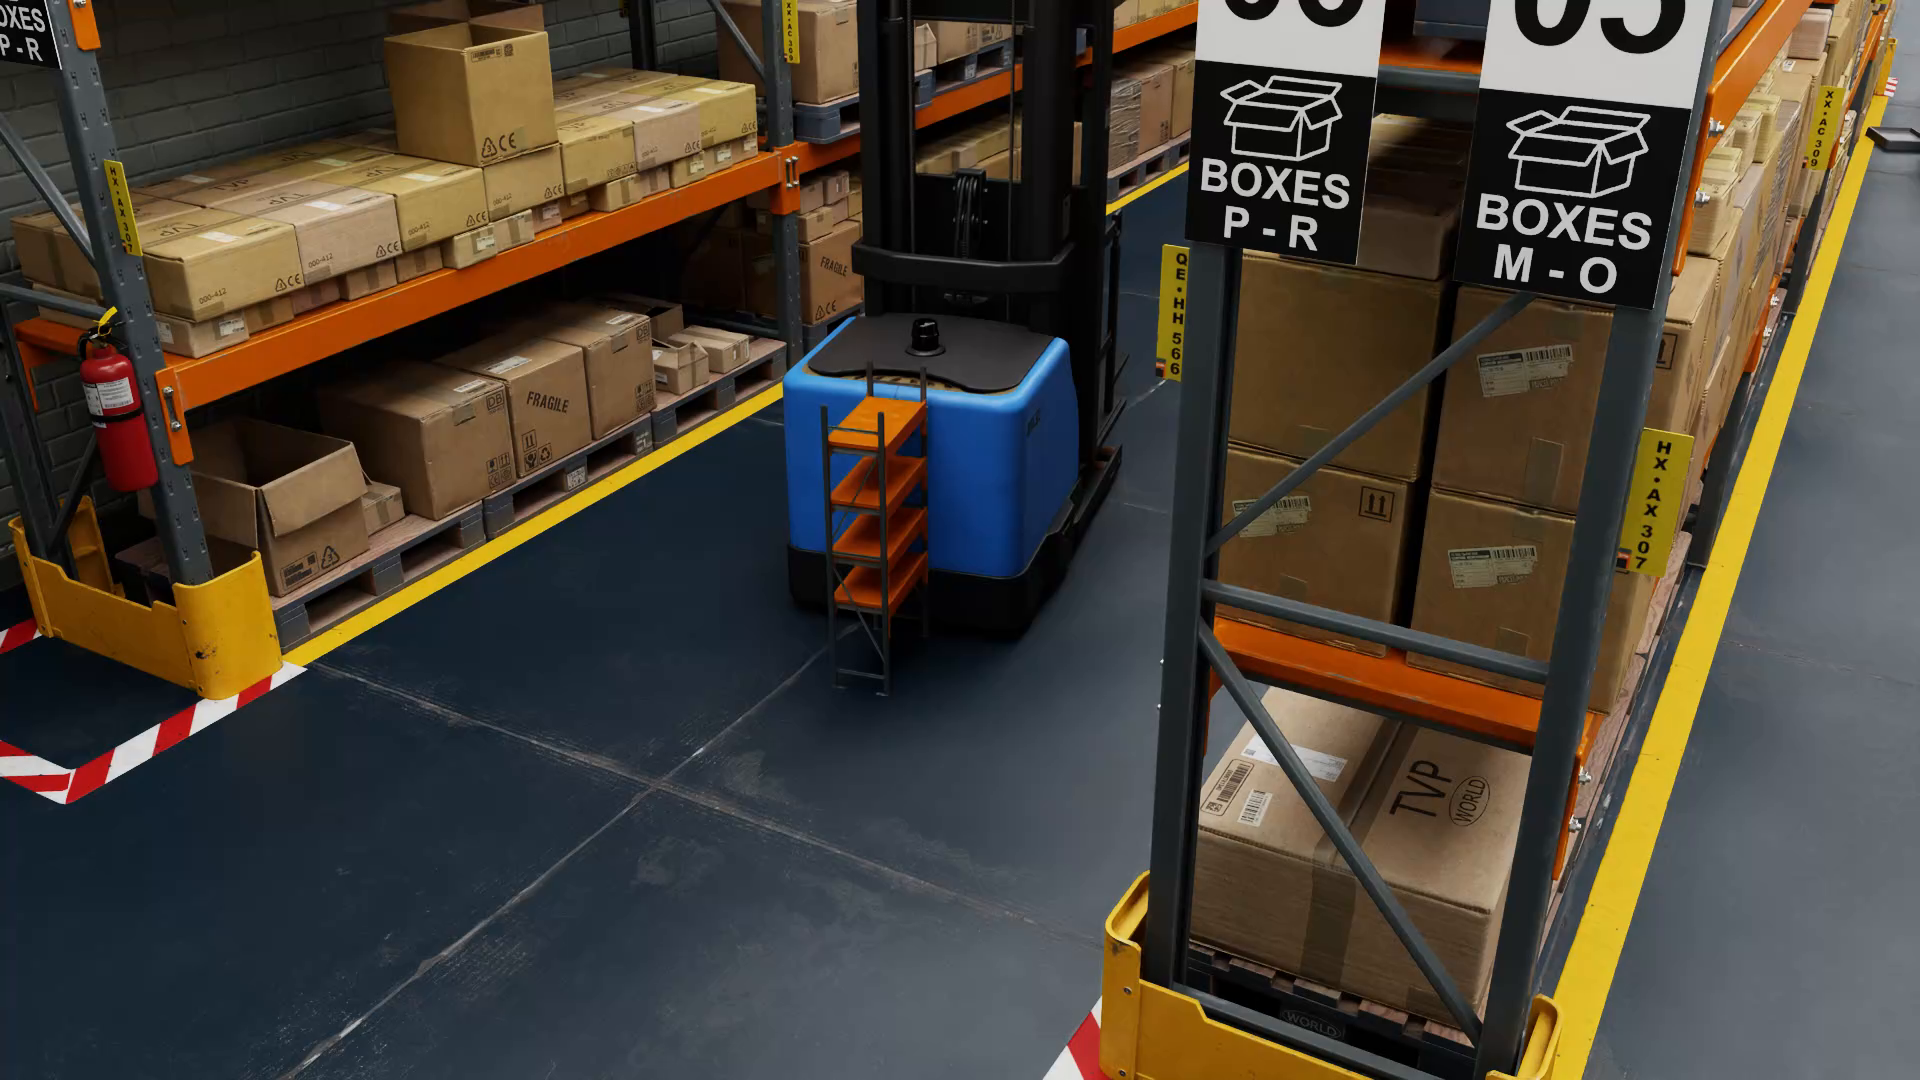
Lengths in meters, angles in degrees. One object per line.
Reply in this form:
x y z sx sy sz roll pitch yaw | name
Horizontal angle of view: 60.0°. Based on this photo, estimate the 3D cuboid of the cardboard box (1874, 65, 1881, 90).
8.424 -4.397 15.786 0.500 0.250 0.500 14 30 26 | cardboard box

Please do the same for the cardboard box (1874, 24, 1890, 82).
7.916 -4.332 14.817 0.500 0.500 0.500 16 31 29 | cardboard box

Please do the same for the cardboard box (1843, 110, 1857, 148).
6.626 -3.262 13.383 0.950 0.372 0.625 15 30 27 | cardboard box

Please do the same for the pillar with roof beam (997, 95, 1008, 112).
4.195 -6.429 10.539 9.100 9.000 0.400 14 30 26 | pillar with roof beam

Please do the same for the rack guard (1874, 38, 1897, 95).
8.812 -4.866 16.913 1.175 0.500 0.348 14 30 26 | rack guard

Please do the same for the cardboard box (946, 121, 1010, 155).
0.123 -2.800 11.592 0.380 0.149 0.250 15 30 28 | cardboard box

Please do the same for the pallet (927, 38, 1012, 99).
-0.362 -3.143 10.891 1.003 0.211 1.213 14 30 26 | pallet

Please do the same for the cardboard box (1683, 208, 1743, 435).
1.710 -0.597 4.363 0.500 0.500 0.500 13 30 25 | cardboard box

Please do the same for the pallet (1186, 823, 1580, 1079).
1.303 1.140 5.237 1.003 0.211 1.213 14 30 26 | pallet

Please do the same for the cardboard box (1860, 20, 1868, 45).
5.732 -3.359 10.920 0.380 0.149 0.250 14 30 26 | cardboard box

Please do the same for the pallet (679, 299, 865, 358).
-1.010 -1.507 10.524 1.003 0.211 1.213 14 30 26 | pallet

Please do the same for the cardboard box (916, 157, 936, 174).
-0.382 -2.392 10.777 0.380 0.149 0.250 15 30 28 | cardboard box

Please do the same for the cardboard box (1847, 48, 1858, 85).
4.897 -2.808 9.617 0.500 0.250 0.500 14 30 26 | cardboard box

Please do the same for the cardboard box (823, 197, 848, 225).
-0.900 -1.995 9.983 0.380 0.149 0.250 13 30 25 | cardboard box

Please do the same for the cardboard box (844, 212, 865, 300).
-0.690 -1.847 10.412 0.500 0.500 0.500 14 30 25 | cardboard box

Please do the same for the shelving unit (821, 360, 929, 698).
-0.318 -0.042 6.493 0.258 1.200 0.503 8 28 15 | shelving unit

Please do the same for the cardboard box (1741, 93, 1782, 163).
2.193 -1.232 4.908 0.380 0.149 0.250 13 30 25 | cardboard box

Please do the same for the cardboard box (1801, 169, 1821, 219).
3.911 -1.781 8.125 0.500 0.250 0.500 14 30 26 | cardboard box

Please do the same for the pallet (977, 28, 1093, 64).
0.318 -3.622 11.849 1.213 0.211 1.003 14 30 26 | pallet

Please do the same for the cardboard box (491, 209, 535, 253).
-2.156 -1.423 7.523 0.380 0.149 0.250 15 30 27 | cardboard box

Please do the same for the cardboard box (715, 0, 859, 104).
-0.945 -2.800 9.412 0.700 0.500 0.500 15 30 27 | cardboard box

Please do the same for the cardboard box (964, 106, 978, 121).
-0.092 -3.115 12.221 0.380 0.149 0.250 15 30 28 | cardboard box

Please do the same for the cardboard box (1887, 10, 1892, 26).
7.902 -4.551 14.530 0.380 0.149 0.250 16 31 29 | cardboard box

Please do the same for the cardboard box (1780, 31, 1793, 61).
2.847 -1.850 6.141 0.380 0.149 0.250 15 30 27 | cardboard box

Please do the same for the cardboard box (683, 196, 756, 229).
-1.448 -1.995 9.984 0.380 0.149 0.250 13 29 24 | cardboard box

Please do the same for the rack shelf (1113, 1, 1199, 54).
1.574 -4.445 14.083 1.077 0.370 4.000 14 30 26 | rack shelf

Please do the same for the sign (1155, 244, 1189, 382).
0.513 -0.527 3.893 0.100 0.325 0.005 14 30 26 | sign

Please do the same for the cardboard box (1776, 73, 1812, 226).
2.698 -1.388 5.943 0.500 0.500 0.500 14 30 25 | cardboard box

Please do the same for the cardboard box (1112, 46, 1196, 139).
1.555 -3.872 14.318 0.875 0.625 0.625 13 29 24 | cardboard box

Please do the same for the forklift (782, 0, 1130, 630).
0.185 -1.580 7.633 1.130 2.935 3.031 8 28 15 | forklift

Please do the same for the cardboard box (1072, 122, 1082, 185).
0.569 -2.845 12.406 0.500 0.500 0.500 15 30 28 | cardboard box

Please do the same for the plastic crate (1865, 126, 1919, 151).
8.368 -3.580 14.813 0.402 0.080 0.583 4 27 8 | plastic crate

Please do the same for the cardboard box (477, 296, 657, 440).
-1.997 -0.886 8.493 0.700 0.500 0.500 13 29 24 | cardboard box

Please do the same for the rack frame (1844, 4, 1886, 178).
6.881 -4.455 13.298 1.000 3.000 0.127 14 30 26 | rack frame

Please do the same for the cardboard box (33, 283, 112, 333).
-3.416 -0.946 6.569 0.380 0.149 0.250 14 30 26 | cardboard box

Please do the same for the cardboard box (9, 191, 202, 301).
-3.350 -1.173 6.578 0.500 0.250 0.500 15 30 28 | cardboard box

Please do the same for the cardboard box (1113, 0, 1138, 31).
1.021 -4.039 12.636 0.500 0.250 0.500 14 30 26 | cardboard box

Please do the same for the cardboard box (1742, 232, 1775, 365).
2.692 -0.943 6.171 0.500 0.500 0.500 13 30 25 | cardboard box

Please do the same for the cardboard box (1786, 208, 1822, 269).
5.200 -2.127 11.114 0.950 0.372 0.625 12 29 23 | cardboard box

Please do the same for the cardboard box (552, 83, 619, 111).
-2.097 -2.164 8.557 0.500 0.250 0.500 14 30 26 | cardboard box

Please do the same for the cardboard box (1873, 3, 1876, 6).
6.095 -3.992 11.461 0.500 0.500 0.500 13 29 24 | cardboard box

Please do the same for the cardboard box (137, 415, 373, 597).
-2.962 -0.159 7.036 0.797 0.503 0.637 13 29 24 | cardboard box

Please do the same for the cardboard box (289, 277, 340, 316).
-2.761 -1.044 6.766 0.380 0.149 0.250 14 30 25 | cardboard box

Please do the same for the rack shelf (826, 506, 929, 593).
-0.318 0.018 6.523 0.258 0.148 0.480 8 28 15 | rack shelf

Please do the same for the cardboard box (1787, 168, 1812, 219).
3.408 -1.603 7.210 0.500 0.250 0.500 13 30 25 | cardboard box

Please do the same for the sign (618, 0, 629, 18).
-1.862 -3.067 9.233 0.100 0.325 0.005 14 30 26 | sign

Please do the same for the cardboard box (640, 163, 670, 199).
-1.683 -1.827 8.330 0.380 0.149 0.250 15 30 27 | cardboard box

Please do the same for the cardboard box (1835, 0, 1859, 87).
4.136 -2.539 8.243 0.500 0.500 0.500 14 30 25 | cardboard box

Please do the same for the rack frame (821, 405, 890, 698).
-0.390 0.063 6.285 0.240 1.200 0.015 8 28 15 | rack frame

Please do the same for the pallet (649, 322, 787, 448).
-1.716 -0.914 9.340 1.003 0.211 1.213 14 30 26 | pallet

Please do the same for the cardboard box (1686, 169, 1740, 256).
1.688 -0.831 4.106 0.380 0.149 0.250 15 30 28 | cardboard box

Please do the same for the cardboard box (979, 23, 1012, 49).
-0.052 -3.544 10.895 0.797 0.503 0.637 13 30 25 | cardboard box

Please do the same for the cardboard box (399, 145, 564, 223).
-2.160 -1.652 7.534 0.500 0.250 0.500 13 30 25 | cardboard box

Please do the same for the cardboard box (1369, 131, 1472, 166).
1.138 -0.967 4.378 0.380 0.149 0.250 14 30 26 | cardboard box
